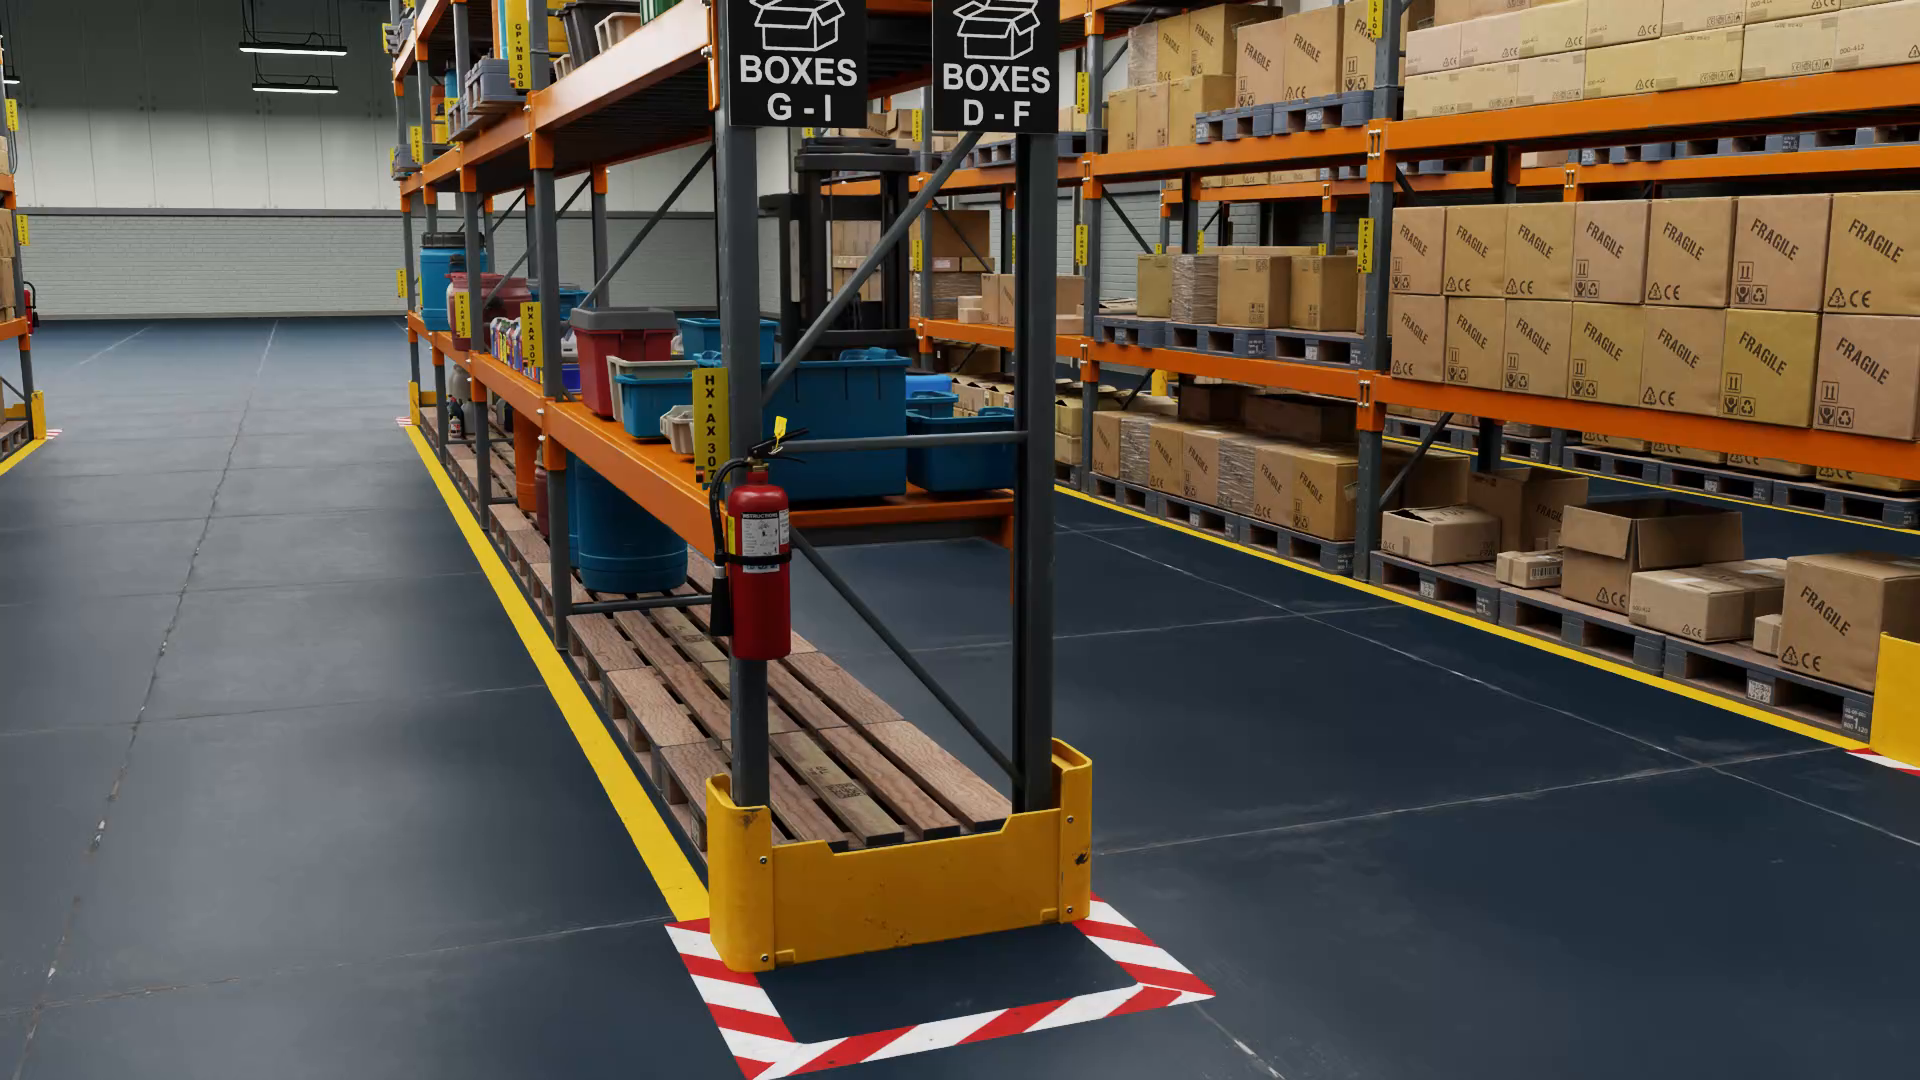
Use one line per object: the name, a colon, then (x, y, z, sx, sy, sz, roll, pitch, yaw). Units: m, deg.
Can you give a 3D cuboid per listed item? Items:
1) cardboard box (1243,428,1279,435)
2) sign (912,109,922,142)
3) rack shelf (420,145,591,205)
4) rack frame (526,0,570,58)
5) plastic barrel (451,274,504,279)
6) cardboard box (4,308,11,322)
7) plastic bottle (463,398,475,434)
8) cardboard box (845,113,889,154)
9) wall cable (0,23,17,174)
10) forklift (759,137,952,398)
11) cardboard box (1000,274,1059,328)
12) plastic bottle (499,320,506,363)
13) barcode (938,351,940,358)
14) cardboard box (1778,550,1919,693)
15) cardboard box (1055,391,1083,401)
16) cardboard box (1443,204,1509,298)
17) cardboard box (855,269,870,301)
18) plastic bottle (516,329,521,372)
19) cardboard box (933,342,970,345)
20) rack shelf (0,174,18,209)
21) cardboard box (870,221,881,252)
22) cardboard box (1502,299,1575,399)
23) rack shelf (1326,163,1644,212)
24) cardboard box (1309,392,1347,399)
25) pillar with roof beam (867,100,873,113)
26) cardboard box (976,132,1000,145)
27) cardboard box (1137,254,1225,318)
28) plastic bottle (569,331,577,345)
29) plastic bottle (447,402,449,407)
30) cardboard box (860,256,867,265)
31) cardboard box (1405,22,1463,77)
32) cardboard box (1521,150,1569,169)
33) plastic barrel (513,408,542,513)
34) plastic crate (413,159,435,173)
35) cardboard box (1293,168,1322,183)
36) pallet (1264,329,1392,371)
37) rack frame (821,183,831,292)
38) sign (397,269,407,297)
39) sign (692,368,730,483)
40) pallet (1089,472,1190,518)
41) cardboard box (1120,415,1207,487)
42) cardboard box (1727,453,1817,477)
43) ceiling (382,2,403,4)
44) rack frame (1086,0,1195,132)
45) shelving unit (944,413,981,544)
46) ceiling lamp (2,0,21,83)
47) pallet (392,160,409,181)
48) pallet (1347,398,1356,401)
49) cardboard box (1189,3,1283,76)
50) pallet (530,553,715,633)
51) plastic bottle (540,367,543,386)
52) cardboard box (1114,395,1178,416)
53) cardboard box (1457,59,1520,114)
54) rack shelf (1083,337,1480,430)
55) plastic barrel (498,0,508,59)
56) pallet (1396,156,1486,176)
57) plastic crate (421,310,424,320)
cardboard box: (2.463, -0.579, 12.493, 0.500, 0.500, 0.500, -4, 11, -23)
sign: (-0.444, -4.289, 17.198, 0.100, 0.325, 0.005, -4, 11, -21)
rack shelf: (-3.821, -3.036, 13.913, 1.077, 0.370, 4.000, -4, 11, -21)
rack frame: (-1.647, -3.888, 8.082, 1.000, 3.000, 0.127, -4, 11, -21)
plastic barrel: (-4.138, -2.017, 14.307, 0.433, 0.535, 0.433, 0, 10, 0)
cardboard box: (-10.087, -2.343, 17.245, 0.380, 0.149, 0.250, -4, 11, -21)
plastic bottle: (-4.913, -1.248, 16.681, 0.144, 0.351, 0.185, -4, 11, -21)
cardboard box: (-1.030, -4.720, 19.441, 0.500, 0.500, 0.500, -4, 11, -21)
wall cable: (-26.913, -12.153, 44.835, 2.305, 6.003, 0.169, -4, 11, -21)
forklift: (-1.057, -1.891, 14.183, 1.130, 2.935, 3.031, -4, 11, -21)
cardboard box: (0.708, -2.309, 16.050, 0.500, 0.500, 0.500, -4, 11, -21)
plastic bottle: (-3.067, -1.338, 11.212, 0.061, 0.283, 0.133, -4, 11, -21)
barcode: (-0.223, -1.944, 17.426, 0.001, 0.075, 0.075, -4, 11, -21)
cardboard box: (3.994, 0.346, 7.292, 0.500, 0.500, 0.500, -4, 11, -21)
cardboard box: (0.908, -1.184, 15.064, 0.500, 0.311, 0.500, -4, 11, -22)
cardboard box: (3.067, -1.611, 9.269, 0.500, 0.500, 0.500, -4, 11, -23)
cardboard box: (-0.851, -3.012, 20.003, 0.700, 0.500, 0.500, -4, 11, -21)
plastic bottle: (-2.684, -1.219, 10.349, 0.144, 0.351, 0.185, -4, 11, -21)
cardboard box: (-0.166, -2.035, 19.305, 0.500, 0.500, 0.500, -4, 11, -21)
rack shelf: (-9.887, -3.375, 15.817, 1.077, 0.370, 4.000, -4, 11, -21)
cardboard box: (-0.640, -3.560, 19.376, 0.700, 0.500, 0.500, -4, 11, -21)
cardboard box: (3.270, -1.032, 8.869, 0.500, 0.500, 0.500, -4, 11, -21)
rack shelf: (5.413, -3.665, 17.448, 1.077, 0.370, 4.000, -4, 11, -21)
cardboard box: (4.466, -1.776, 20.173, 0.380, 0.166, 0.250, -6, 11, -28)
pillar with roof beam: (-6.237, -9.081, 37.276, 9.100, 9.000, 0.548, -4, 11, -21)
cardboard box: (0.488, -3.973, 16.354, 0.500, 0.250, 0.500, -5, 11, -26)
cardboard box: (1.855, -2.061, 13.458, 0.700, 0.500, 0.500, -9, 13, -40)
plastic bottle: (-2.150, -1.048, 9.390, 0.144, 0.351, 0.185, -4, 11, -21)
plastic bottle: (-5.215, -1.261, 16.947, 0.061, 0.283, 0.133, -3, 11, -17)
cardboard box: (-0.967, -3.288, 19.699, 0.380, 0.149, 0.250, -4, 11, -22)
cardboard box: (2.916, -2.802, 9.543, 0.500, 0.250, 0.500, -4, 11, -21)
cardboard box: (5.625, -3.759, 16.120, 0.500, 0.311, 0.500, -4, 11, -21)
plastic barrel: (-2.903, -0.647, 11.988, 0.600, 0.830, 0.708, -4, 11, -21)
plastic crate: (-5.504, -3.823, 17.037, 0.243, 0.136, 0.396, -4, 11, -21)
cardboard box: (4.274, -4.472, 19.587, 0.500, 0.500, 0.500, -4, 11, -19)
pallet: (2.783, -1.291, 11.160, 1.003, 0.211, 1.213, -4, 11, -21)
rack frame: (-1.377, -3.207, 21.383, 1.000, 3.000, 0.127, -4, 11, -21)
sign: (-6.510, -2.995, 19.402, 0.100, 0.325, 0.005, -4, 11, -21)
sign: (-0.704, -0.324, 4.711, 0.100, 0.325, 0.005, -4, 11, -21)
pallet: (1.757, -0.404, 13.587, 1.003, 0.211, 1.213, -4, 11, -21)
cardboard box: (1.615, -0.709, 13.224, 0.500, 0.500, 0.500, -4, 11, -23)
cardboard box: (6.905, -0.954, 13.658, 0.750, 0.750, 0.750, -4, 11, -19)
ceiling: (-15.440, -16.265, 51.968, 6.000, 0.001, 6.000, -4, 11, -21)
rack frame: (1.522, -4.855, 13.516, 1.000, 3.000, 0.127, -4, 11, -21)
shelving unit: (0.003, -0.442, 11.834, 0.258, 0.900, 0.210, -4, 11, -21)
ceiling lamp: (-23.217, -12.327, 38.859, 2.000, 3.185, 0.800, -4, 11, -21)
pallet: (-5.787, -4.136, 18.579, 1.003, 0.211, 1.213, -4, 11, -21)
pallet: (4.412, -1.603, 20.331, 1.003, 0.211, 1.213, -4, 11, -21)
cardboard box: (2.044, -3.681, 12.344, 0.500, 0.500, 0.500, -4, 11, -21)
pallet: (-1.888, 0.310, 9.574, 1.003, 0.211, 1.213, -4, 11, -21)
plastic bottle: (-2.285, -1.039, 9.338, 0.144, 0.351, 0.185, -4, 11, -21)
cardboard box: (1.606, -1.134, 14.782, 0.500, 0.311, 0.500, -4, 11, -19)
cardboard box: (3.094, -2.474, 9.127, 0.500, 0.250, 0.500, -4, 11, -21)
rack shelf: (2.247, -1.220, 12.269, 1.077, 0.370, 4.000, -4, 11, -21)
plastic barrel: (-2.408, -3.134, 9.776, 0.600, 0.901, 0.708, -4, 11, -21)
pallet: (5.191, -3.977, 17.682, 1.213, 0.211, 1.003, -4, 11, -21)
plastic crate: (-5.200, -2.330, 16.880, 0.499, 0.251, 0.616, -4, 11, -21)
